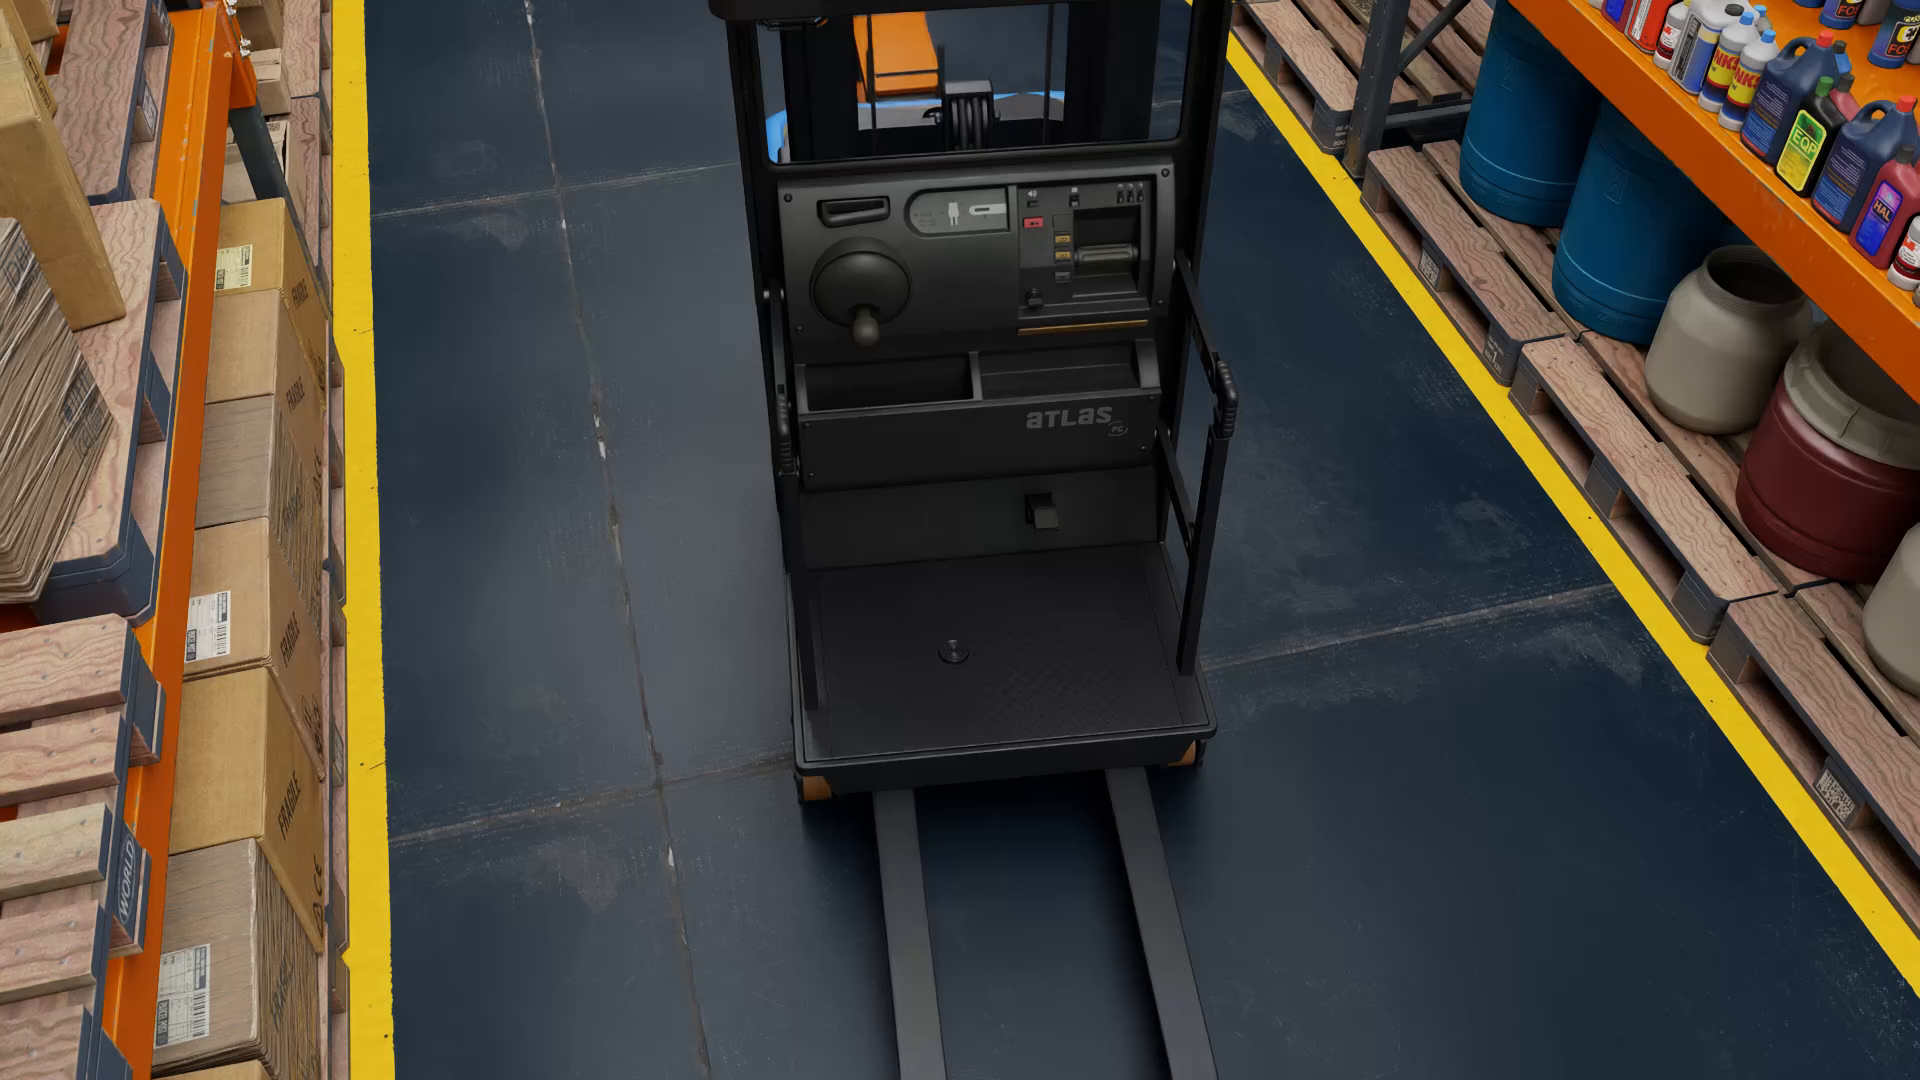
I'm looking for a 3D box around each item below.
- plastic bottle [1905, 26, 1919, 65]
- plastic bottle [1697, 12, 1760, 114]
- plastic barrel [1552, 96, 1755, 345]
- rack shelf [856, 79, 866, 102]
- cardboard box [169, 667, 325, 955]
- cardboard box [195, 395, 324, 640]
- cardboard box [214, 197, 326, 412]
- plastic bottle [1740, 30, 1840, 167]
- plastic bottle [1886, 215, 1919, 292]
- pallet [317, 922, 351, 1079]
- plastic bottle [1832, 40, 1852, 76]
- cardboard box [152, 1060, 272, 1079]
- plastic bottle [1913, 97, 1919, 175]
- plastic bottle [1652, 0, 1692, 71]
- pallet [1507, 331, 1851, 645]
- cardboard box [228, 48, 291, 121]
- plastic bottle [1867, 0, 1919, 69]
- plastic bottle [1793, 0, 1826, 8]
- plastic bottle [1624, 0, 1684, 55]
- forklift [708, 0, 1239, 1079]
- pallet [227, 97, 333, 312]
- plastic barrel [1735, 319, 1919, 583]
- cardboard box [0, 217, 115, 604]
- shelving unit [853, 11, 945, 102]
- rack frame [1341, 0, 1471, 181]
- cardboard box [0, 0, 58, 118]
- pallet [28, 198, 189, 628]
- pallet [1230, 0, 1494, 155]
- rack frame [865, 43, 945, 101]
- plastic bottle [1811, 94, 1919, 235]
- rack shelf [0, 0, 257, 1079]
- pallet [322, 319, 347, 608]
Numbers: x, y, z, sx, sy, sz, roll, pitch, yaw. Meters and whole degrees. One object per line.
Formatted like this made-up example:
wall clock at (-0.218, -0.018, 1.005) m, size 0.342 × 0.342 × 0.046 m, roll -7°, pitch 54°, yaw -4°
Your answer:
plastic bottle at (2.775, -1.511, 4.717) m, size 0.152 × 0.276 × 0.135 m, roll -11°, pitch 47°, yaw -10°
plastic bottle at (2.095, -1.302, 4.516) m, size 0.097 × 0.271 × 0.097 m, roll 0°, pitch 46°, yaw 0°
plastic barrel at (2.350, -1.166, 5.467) m, size 0.600 × 0.901 × 0.708 m, roll -11°, pitch 47°, yaw -10°
rack shelf at (-0.204, -1.351, 5.514) m, size 0.258 × 0.148 × 0.480 m, roll -6°, pitch 46°, yaw -6°
cardboard box at (-1.823, 0.691, 3.915) m, size 0.500 × 0.500 × 0.500 m, roll -11°, pitch 47°, yaw -11°
cardboard box at (-2.094, -0.019, 4.611) m, size 0.500 × 0.500 × 0.500 m, roll -10°, pitch 46°, yaw -10°
cardboard box at (-2.340, -0.708, 5.286) m, size 0.500 × 0.500 × 0.500 m, roll -11°, pitch 47°, yaw -11°
plastic bottle at (2.179, -1.169, 4.330) m, size 0.144 × 0.351 × 0.185 m, roll -11°, pitch 47°, yaw -10°
plastic bottle at (2.308, -0.704, 3.978) m, size 0.097 × 0.201 × 0.097 m, roll 0°, pitch 46°, yaw 0°
pallet at (-1.874, 1.498, 3.634) m, size 1.003 × 0.211 × 1.213 m, roll -11°, pitch 47°, yaw -10°
plastic bottle at (2.285, -1.194, 4.410) m, size 0.097 × 0.271 × 0.097 m, roll 0°, pitch 46°, yaw 0°
cardboard box at (-1.560, 1.398, 3.221) m, size 0.500 × 0.500 × 0.500 m, roll -9°, pitch 46°, yaw -9°
plastic bottle at (2.353, -0.963, 4.175) m, size 0.061 × 0.283 × 0.133 m, roll -11°, pitch 47°, yaw -10°
plastic bottle at (2.036, -1.438, 4.698) m, size 0.097 × 0.201 × 0.097 m, roll 0°, pitch 46°, yaw 0°
pallet at (2.519, -0.260, 5.357) m, size 1.003 × 0.211 × 1.213 m, roll -11°, pitch 47°, yaw -10°
cardboard box at (-2.873, -1.805, 6.594) m, size 0.380 × 0.166 × 0.250 m, roll -11°, pitch 47°, yaw -10°
plastic bottle at (2.660, -1.474, 4.684) m, size 0.097 × 0.271 × 0.097 m, roll 0°, pitch 46°, yaw 0°
plastic bottle at (2.566, -1.727, 4.932) m, size 0.097 × 0.271 × 0.097 m, roll 0°, pitch 46°, yaw 0°
plastic bottle at (2.033, -1.549, 4.754) m, size 0.152 × 0.276 × 0.135 m, roll -11°, pitch 47°, yaw -10°
forklift at (0.072, -0.582, 3.768) m, size 1.130 × 2.935 × 3.031 m, roll -5°, pitch 46°, yaw -5°
pallet at (-2.919, -1.216, 6.294) m, size 1.003 × 0.211 × 1.213 m, roll -11°, pitch 47°, yaw -10°
plastic barrel at (2.639, -0.276, 4.815) m, size 0.600 × 0.588 × 0.708 m, roll -11°, pitch 47°, yaw -10°
cardboard box at (-2.039, -0.218, 3.000) m, size 0.700 × 0.500 × 0.500 m, roll -3°, pitch 46°, yaw -3°
shelving unit at (-0.204, -1.242, 5.626) m, size 0.258 × 1.200 × 0.503 m, roll -6°, pitch 46°, yaw -6°
rack frame at (2.046, -2.621, 5.718) m, size 1.000 × 3.000 × 0.127 m, roll -11°, pitch 47°, yaw -10°
cardboard box at (-2.601, -1.068, 3.833) m, size 0.700 × 0.500 × 0.500 m, roll -4°, pitch 46°, yaw -4°
pallet at (-2.222, -0.231, 3.510) m, size 1.003 × 0.211 × 1.213 m, roll -11°, pitch 47°, yaw -10°
pallet at (1.820, -2.145, 7.205) m, size 1.003 × 0.211 × 1.213 m, roll -11°, pitch 47°, yaw -10°
rack frame at (-0.167, -1.069, 5.458) m, size 0.240 × 1.200 × 0.015 m, roll -6°, pitch 46°, yaw -6°
plastic bottle at (2.261, -0.950, 4.115) m, size 0.144 × 0.351 × 0.185 m, roll -11°, pitch 47°, yaw -10°
rack shelf at (-2.232, -0.085, 3.737) m, size 1.077 × 0.370 × 4.000 m, roll -11°, pitch 47°, yaw -10°
pallet at (-2.499, -0.187, 5.285) m, size 1.003 × 0.211 × 1.213 m, roll -11°, pitch 47°, yaw -10°
